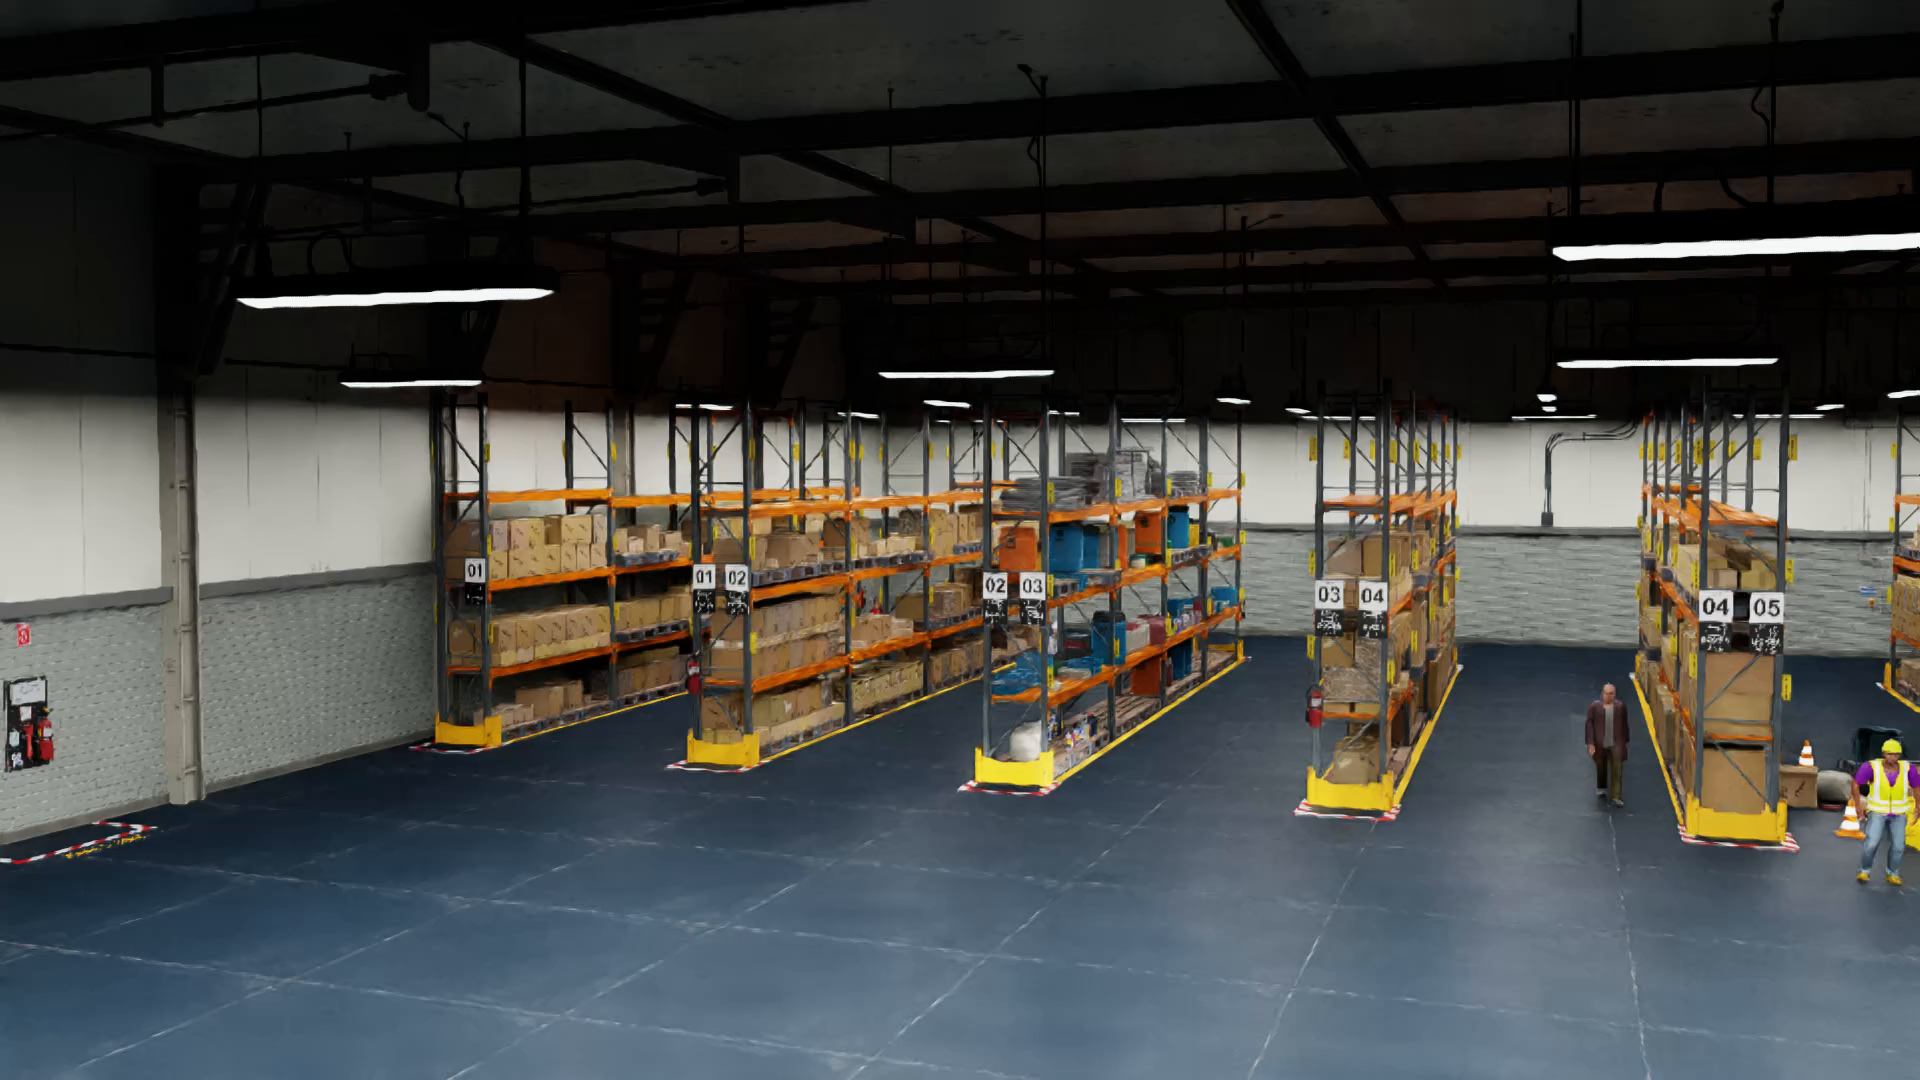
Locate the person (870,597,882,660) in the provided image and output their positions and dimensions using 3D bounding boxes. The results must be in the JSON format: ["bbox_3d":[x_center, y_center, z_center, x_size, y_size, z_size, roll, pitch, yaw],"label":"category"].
[{"bbox_3d":[-1.806,2.139,37.324,0.449,1.737,0.595,-1,3,-11],"label":"person"}]

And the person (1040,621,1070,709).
[{"bbox_3d":[1.915,2.388,32.377,0.544,1.647,1.105,1,3,18],"label":"person"}]

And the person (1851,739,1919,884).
[{"bbox_3d":[10.690,3.130,19.186,0.719,1.714,0.578,1,3,18],"label":"person"}]

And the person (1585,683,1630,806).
[{"bbox_3d":[9.199,2.875,23.631,0.598,1.698,1.193,1,3,22],"label":"person"}]
